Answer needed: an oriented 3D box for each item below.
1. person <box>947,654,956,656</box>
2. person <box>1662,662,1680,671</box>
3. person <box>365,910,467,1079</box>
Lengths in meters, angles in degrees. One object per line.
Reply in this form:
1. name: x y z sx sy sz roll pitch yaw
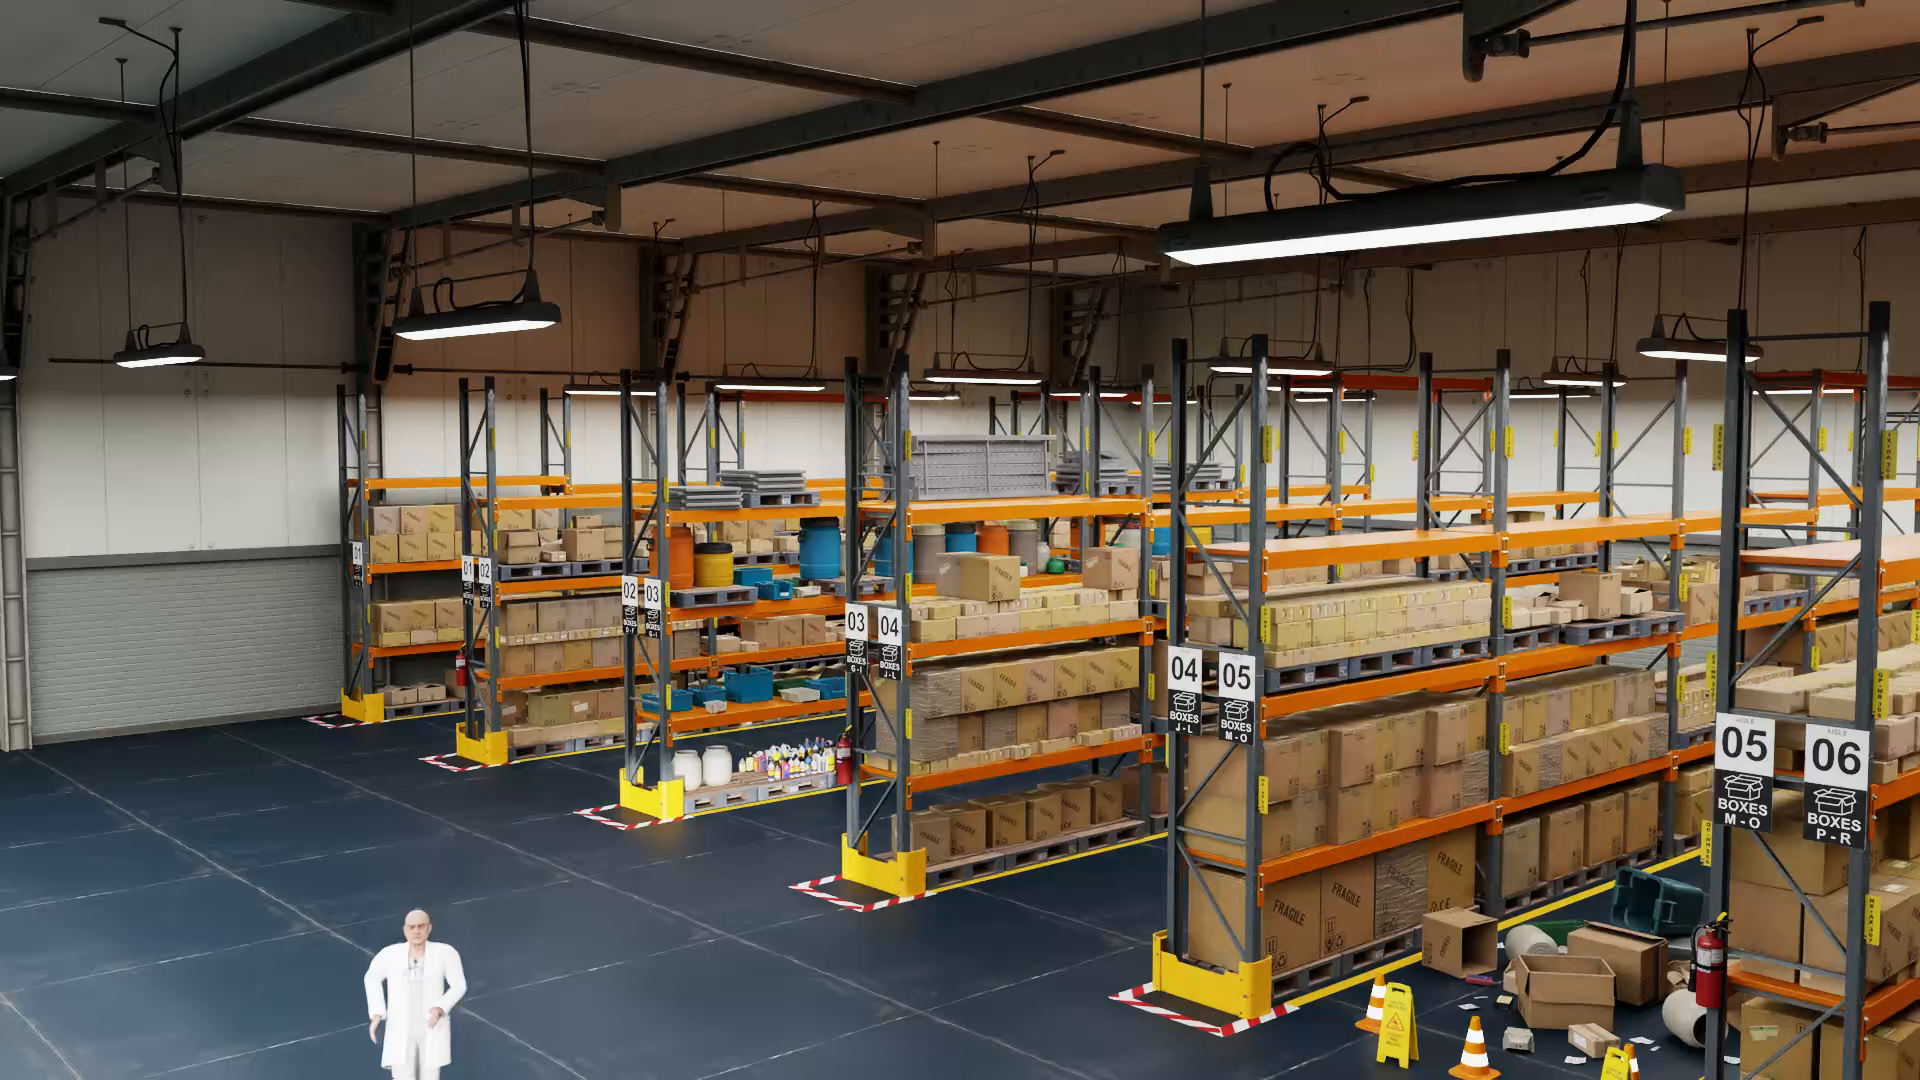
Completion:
1. person: -0.322 2.354 28.407 0.819 1.711 0.672 -3 5 -40
2. person: 10.555 2.665 24.573 0.916 1.782 0.681 -3 5 -39
3. person: -3.883 3.516 11.878 0.704 1.732 0.628 -1 4 -17
